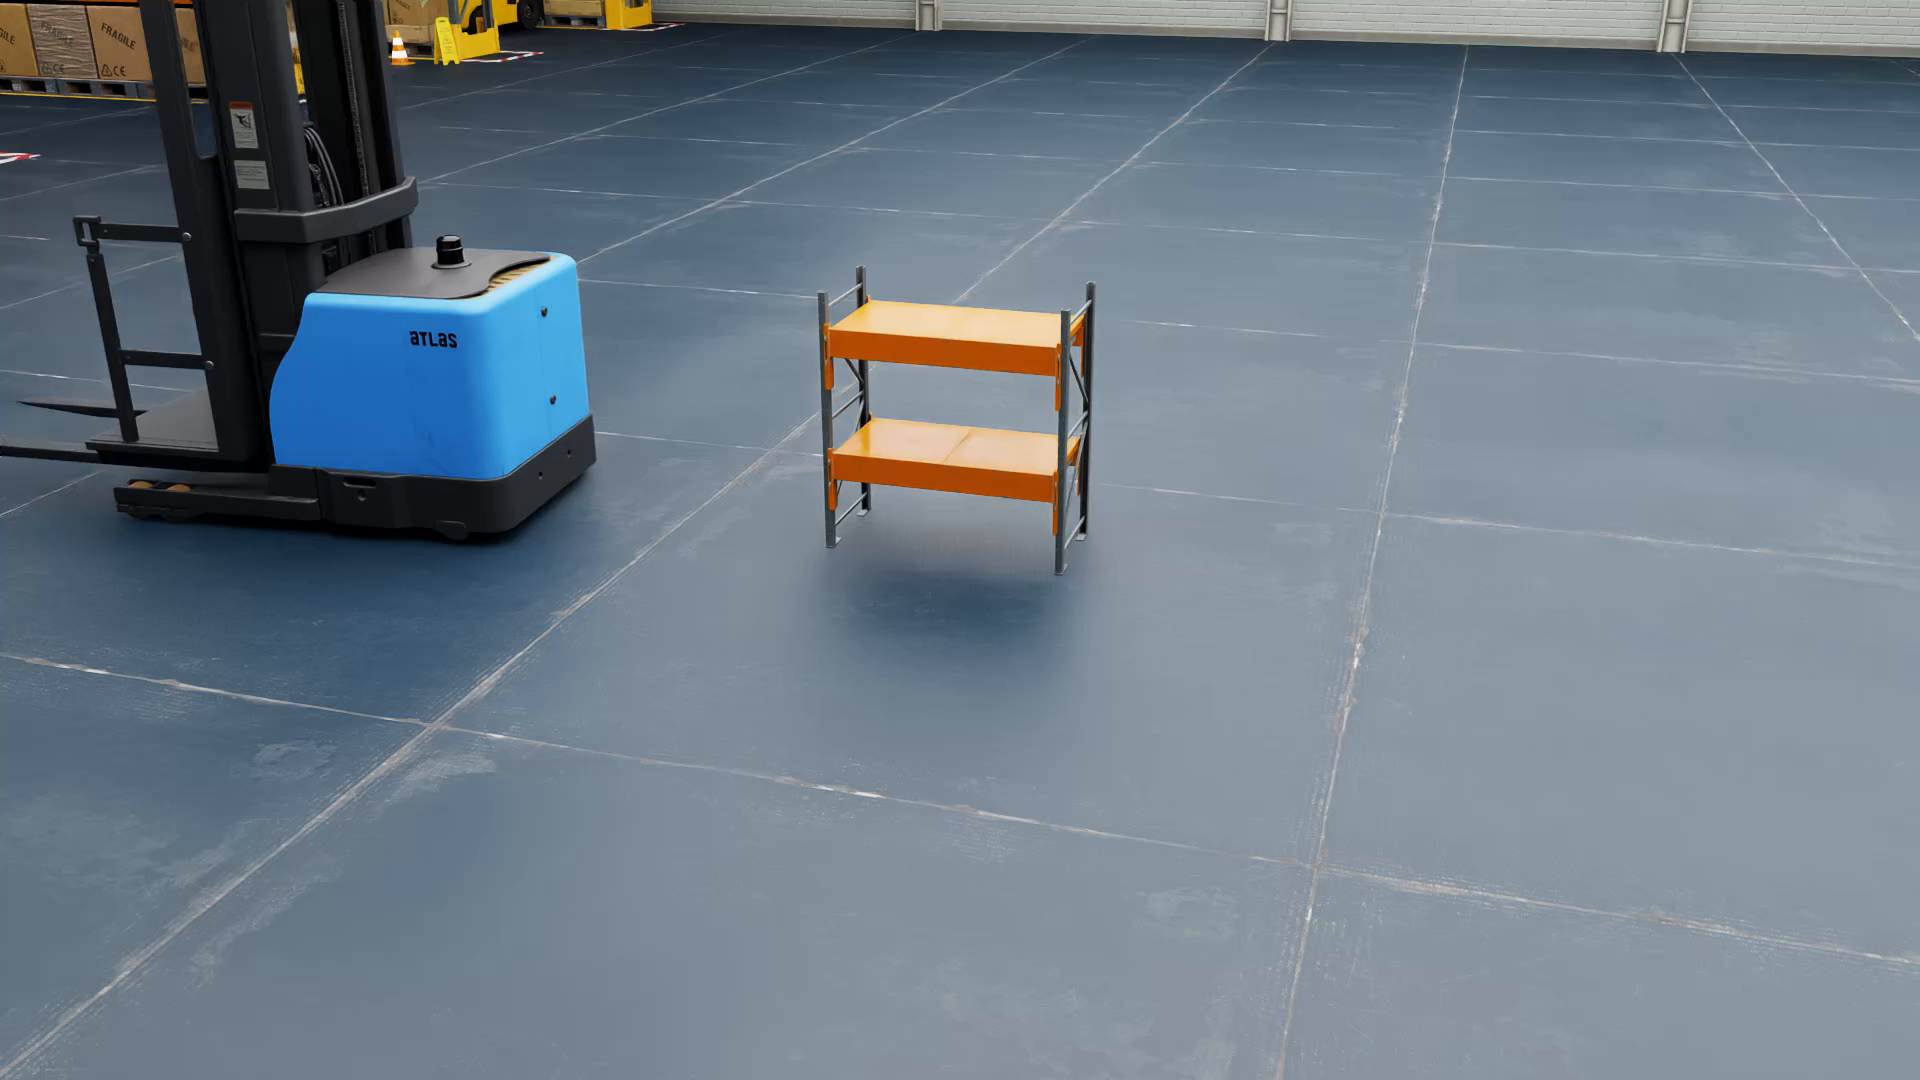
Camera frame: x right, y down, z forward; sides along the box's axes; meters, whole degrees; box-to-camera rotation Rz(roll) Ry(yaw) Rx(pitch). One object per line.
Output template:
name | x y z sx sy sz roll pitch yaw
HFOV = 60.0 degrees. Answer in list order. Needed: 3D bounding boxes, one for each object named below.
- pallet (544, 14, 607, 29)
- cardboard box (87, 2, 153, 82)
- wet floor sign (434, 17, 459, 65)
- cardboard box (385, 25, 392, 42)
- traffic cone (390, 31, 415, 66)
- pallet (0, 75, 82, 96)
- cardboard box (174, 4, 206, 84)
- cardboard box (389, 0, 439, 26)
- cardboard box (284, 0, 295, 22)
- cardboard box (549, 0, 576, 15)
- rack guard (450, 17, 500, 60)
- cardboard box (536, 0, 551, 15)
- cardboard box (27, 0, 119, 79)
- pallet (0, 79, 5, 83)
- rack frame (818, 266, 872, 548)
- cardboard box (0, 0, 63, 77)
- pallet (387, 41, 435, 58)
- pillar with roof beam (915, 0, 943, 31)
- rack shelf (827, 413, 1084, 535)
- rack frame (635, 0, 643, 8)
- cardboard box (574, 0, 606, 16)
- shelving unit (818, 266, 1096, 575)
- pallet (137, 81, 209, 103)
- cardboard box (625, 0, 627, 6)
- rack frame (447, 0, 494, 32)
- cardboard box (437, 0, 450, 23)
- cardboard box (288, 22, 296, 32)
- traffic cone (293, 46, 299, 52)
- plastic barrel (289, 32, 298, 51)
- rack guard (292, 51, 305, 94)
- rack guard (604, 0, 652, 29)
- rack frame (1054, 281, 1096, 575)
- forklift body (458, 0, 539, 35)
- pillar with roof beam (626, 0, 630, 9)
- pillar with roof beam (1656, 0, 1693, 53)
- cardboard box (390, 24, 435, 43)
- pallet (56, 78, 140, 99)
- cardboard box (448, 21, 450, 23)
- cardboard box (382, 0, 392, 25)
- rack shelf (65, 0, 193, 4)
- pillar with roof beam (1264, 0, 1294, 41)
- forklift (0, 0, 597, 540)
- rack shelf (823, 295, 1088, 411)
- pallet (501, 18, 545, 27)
pallet | -6.619 -9.275 29.603 1.213 0.211 1.003 7 23 16
cardboard box | -10.149 -6.240 20.777 0.875 0.875 0.875 6 23 15
wet floor sign | -7.432 -7.194 23.957 0.232 0.644 0.267 16 27 34
cardboard box | -8.650 -7.665 25.074 0.500 0.250 0.500 7 23 16
traffic cone | -8.089 -7.097 23.963 0.334 0.463 0.336 7 23 16
pallet | -11.762 -5.920 21.423 1.213 0.211 1.003 7 23 15
cardboard box | -9.306 -6.145 20.544 0.875 0.875 0.875 7 23 16
cardboard box | -8.147 -7.955 24.792 0.500 0.500 0.500 7 23 16
cardboard box | -10.132 -8.183 25.348 0.500 0.500 0.500 8 23 18
cardboard box | -6.889 -9.413 29.336 0.500 0.250 0.500 7 23 15
rack guard | -7.378 -7.544 25.004 0.348 0.500 1.175 7 23 16
cardboard box | -7.366 -9.471 29.478 0.500 0.250 0.500 7 23 16
cardboard box | -11.022 -6.341 21.023 0.875 0.875 0.875 7 23 16
pallet | -13.228 -6.089 21.835 1.213 0.211 1.003 7 23 16
rack frame | -0.493 -0.577 7.194 0.032 1.125 0.500 7 23 16
cardboard box | -11.886 -6.438 21.260 0.875 0.875 0.875 7 23 16
pallet | -8.145 -7.513 25.307 1.213 0.211 1.003 7 23 16
pillar with roof beam | -1.780 -11.454 23.336 0.400 9.000 9.100 7 23 16
rack shelf | -0.006 -0.295 7.151 1.000 0.278 0.538 7 23 16
rack frame | -5.875 -10.497 28.907 0.127 3.000 1.000 7 23 16
cardboard box | -6.416 -9.355 29.195 0.500 0.250 0.500 7 23 16
shelving unit | -0.006 -0.521 7.058 1.048 1.125 0.538 7 23 16
pallet | -9.426 -5.652 20.771 1.213 0.211 1.003 7 23 15
cardboard box | -6.288 -9.544 29.653 0.500 0.250 0.500 7 23 16
rack frame | -7.305 -8.693 24.509 0.127 3.000 1.000 7 23 16
cardboard box | -8.020 -8.153 25.275 0.500 0.500 0.500 6 23 14
cardboard box | -10.133 -7.836 25.491 0.500 0.250 0.500 8 24 19
traffic cone | -8.736 -6.284 21.979 0.334 0.463 0.336 7 23 16
plastic barrel | -9.720 -7.177 24.209 0.512 0.421 0.421 -14 26 -30
rack guard | -8.615 -5.724 20.566 0.348 0.500 1.175 7 23 16
rack guard | -5.852 -9.337 29.375 0.348 0.500 1.175 7 23 16
rack frame | 0.480 -0.465 6.922 0.032 1.125 0.500 7 23 16
forklift body | -8.217 -9.649 27.959 1.214 2.155 2.313 7 23 16
pillar with roof beam | -7.524 -12.112 24.939 0.400 9.000 9.100 7 23 16
pillar with roof beam | 9.708 -10.139 20.129 0.400 9.000 9.100 7 23 16
cardboard box | -8.180 -7.608 24.935 0.500 0.250 0.500 6 23 15
pallet | -10.590 -5.787 21.099 1.213 0.211 1.003 7 23 15
cardboard box | -7.997 -7.804 25.412 0.500 0.250 0.500 6 23 15
cardboard box | -8.648 -8.011 24.929 0.500 0.500 0.500 7 23 17
rack shelf | -10.553 -6.770 20.769 4.000 0.370 1.077 7 23 16
pillar with roof beam | 3.964 -10.796 21.732 0.400 9.000 9.100 7 23 16
forklift | -3.322 -1.626 7.371 3.031 2.935 1.130 5 23 11
rack shelf | -0.006 -0.792 6.947 1.000 0.278 0.538 7 23 16
pallet | -7.783 -9.410 29.931 1.213 0.211 1.003 7 23 15
